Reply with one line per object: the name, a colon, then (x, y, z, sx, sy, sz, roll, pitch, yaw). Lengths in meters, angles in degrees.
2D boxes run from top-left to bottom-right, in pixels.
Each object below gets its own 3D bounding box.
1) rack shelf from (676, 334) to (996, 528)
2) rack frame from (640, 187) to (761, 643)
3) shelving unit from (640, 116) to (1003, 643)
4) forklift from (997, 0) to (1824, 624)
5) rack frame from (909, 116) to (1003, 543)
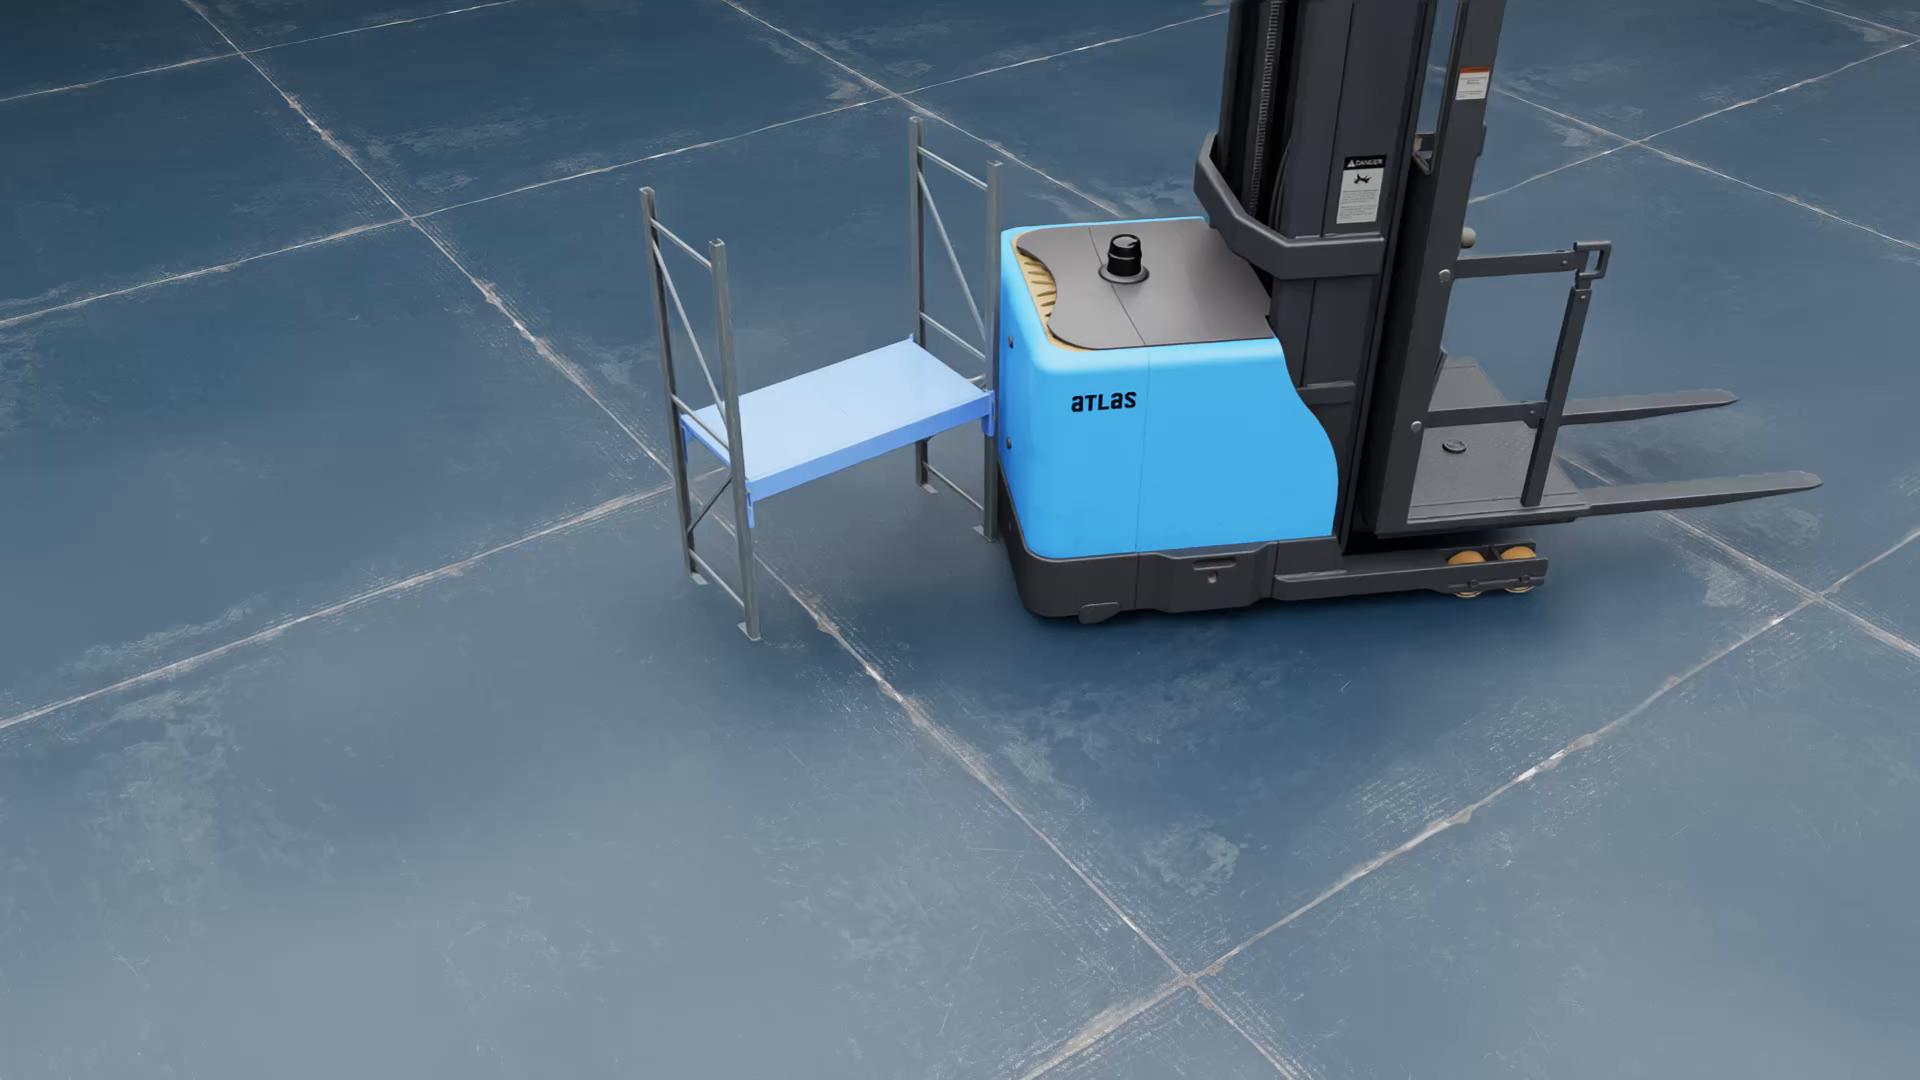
rack shelf: (-0.433, -0.403, 5.834, 1.000, 0.185, 0.538, -22, 41, -28)
rack frame: (-0.848, -0.377, 5.490, 0.032, 1.500, 0.500, -22, 41, -28)
shelving unit: (-0.433, -0.549, 5.729, 1.048, 1.500, 0.538, -22, 41, -28)
forklift: (1.657, -1.285, 5.527, 3.031, 2.935, 1.130, -5, 36, -7)
rack frame: (-0.018, -0.720, 5.967, 0.032, 1.500, 0.500, -22, 41, -28)
